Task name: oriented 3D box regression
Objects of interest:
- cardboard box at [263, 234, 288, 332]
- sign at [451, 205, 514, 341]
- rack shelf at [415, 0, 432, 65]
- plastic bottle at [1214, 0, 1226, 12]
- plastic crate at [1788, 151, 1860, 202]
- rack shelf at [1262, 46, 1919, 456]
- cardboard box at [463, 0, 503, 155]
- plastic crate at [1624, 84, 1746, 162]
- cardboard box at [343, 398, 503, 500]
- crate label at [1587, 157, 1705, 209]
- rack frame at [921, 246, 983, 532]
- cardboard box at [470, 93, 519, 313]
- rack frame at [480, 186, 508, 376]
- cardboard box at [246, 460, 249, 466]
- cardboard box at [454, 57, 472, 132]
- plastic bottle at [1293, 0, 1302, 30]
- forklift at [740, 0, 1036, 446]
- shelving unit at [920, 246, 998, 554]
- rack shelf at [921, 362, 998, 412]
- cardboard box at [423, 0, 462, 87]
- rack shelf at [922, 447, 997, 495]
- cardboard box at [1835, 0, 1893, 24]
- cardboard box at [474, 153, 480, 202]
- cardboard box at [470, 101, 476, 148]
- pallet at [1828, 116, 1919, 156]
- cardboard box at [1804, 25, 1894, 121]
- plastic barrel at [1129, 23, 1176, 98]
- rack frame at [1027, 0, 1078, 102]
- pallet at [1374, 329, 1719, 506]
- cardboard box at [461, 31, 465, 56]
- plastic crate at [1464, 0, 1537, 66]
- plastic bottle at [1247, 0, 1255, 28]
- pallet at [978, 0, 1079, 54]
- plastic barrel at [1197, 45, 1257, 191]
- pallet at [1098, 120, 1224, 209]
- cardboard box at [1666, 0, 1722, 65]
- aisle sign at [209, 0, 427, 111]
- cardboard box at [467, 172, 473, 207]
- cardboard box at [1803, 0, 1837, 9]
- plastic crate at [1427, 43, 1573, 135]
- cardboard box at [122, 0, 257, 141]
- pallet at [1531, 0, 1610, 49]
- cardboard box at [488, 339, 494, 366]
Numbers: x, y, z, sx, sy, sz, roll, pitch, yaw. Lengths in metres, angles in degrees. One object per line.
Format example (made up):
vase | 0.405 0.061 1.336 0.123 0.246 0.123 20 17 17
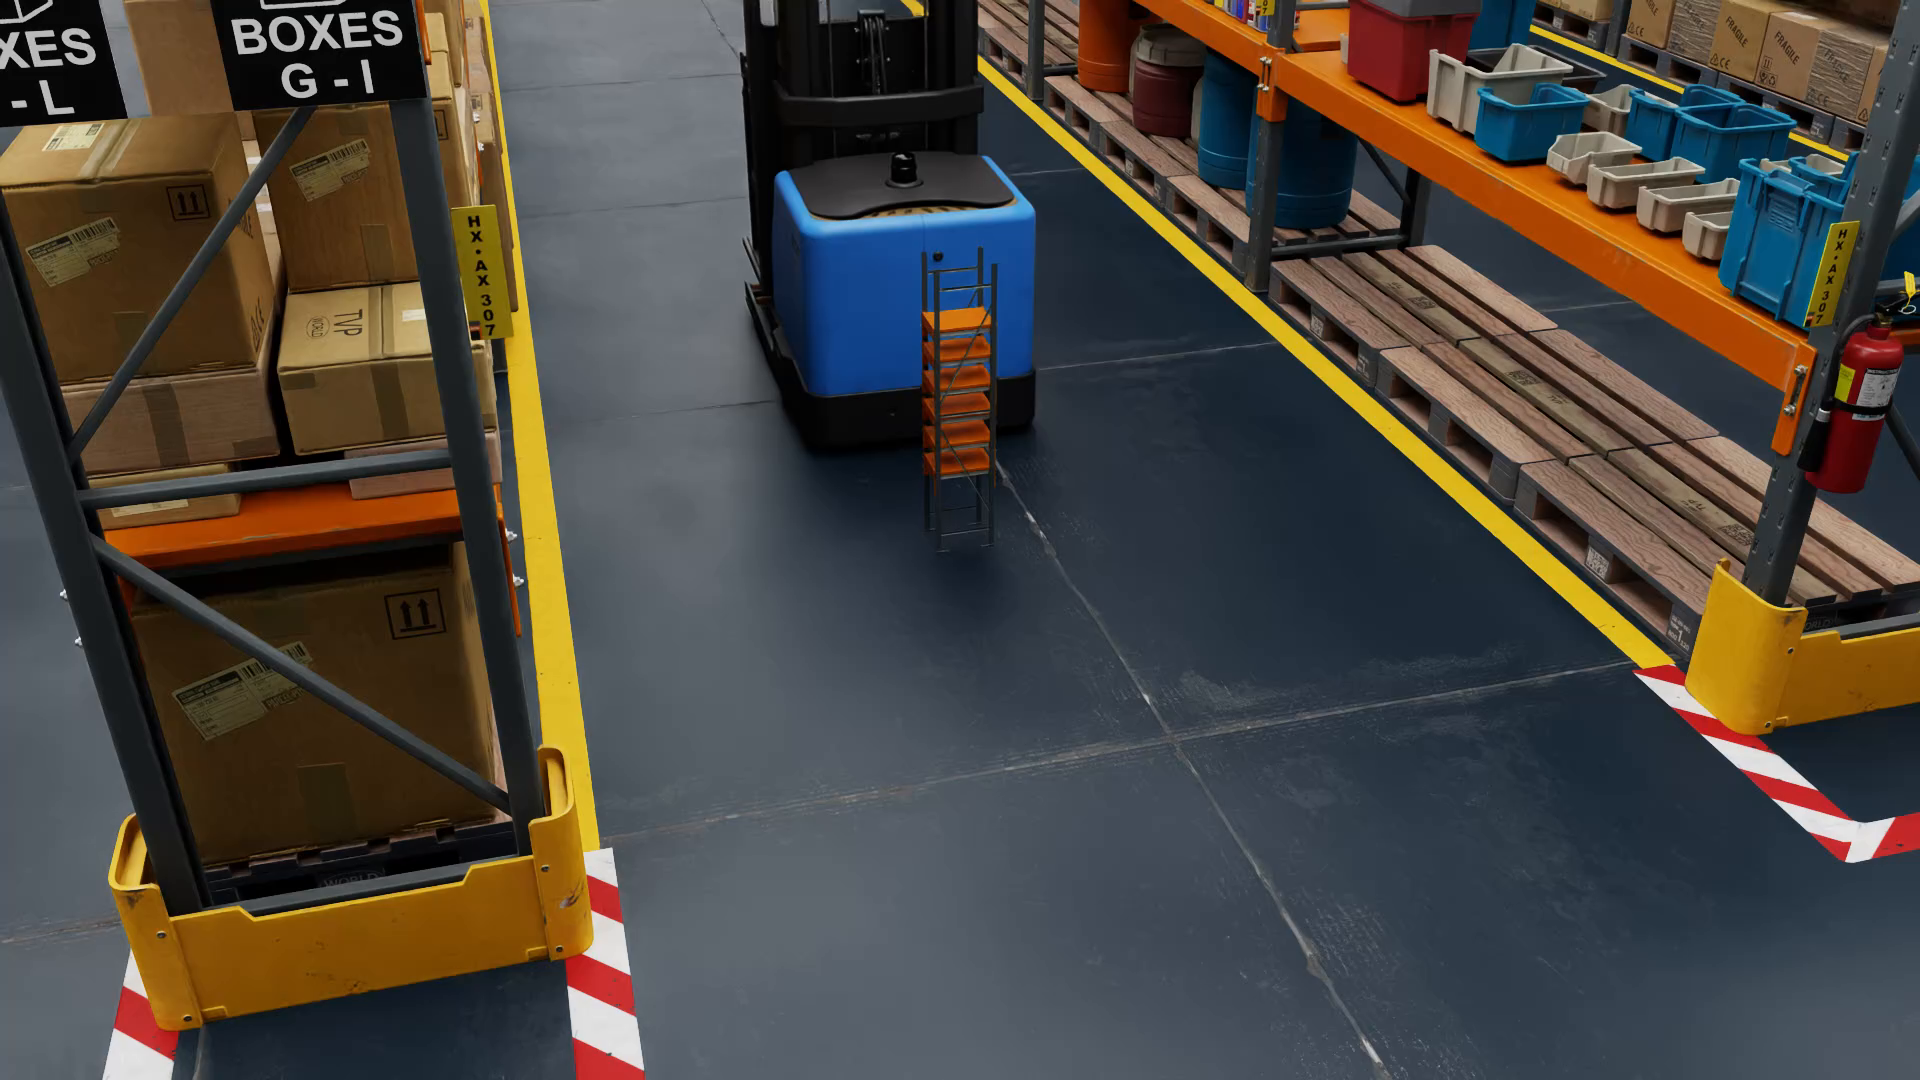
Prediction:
cardboard box | -2.170 -0.649 4.731 0.500 0.250 0.500 -8 31 -14
sign | -1.115 -0.622 3.886 0.100 0.325 0.005 -8 31 -13
rack shelf | -2.182 -2.095 5.098 1.077 0.370 4.000 -8 31 -13
plastic bottle | 1.503 -3.111 9.180 0.144 0.351 0.185 -8 31 -13
plastic crate | 3.201 -1.235 5.996 0.416 0.233 0.300 -8 31 -13
rack shelf | 2.593 -1.455 6.988 1.077 0.370 4.000 -8 31 -13
cardboard box | -3.612 -2.932 10.523 1.225 0.875 0.875 -9 31 -16
plastic crate | 2.947 -1.698 6.796 0.416 0.233 0.300 -8 31 -13
cardboard box | -1.427 -0.248 4.436 0.380 0.149 0.250 -8 31 -13
crate label | 2.573 -1.355 6.300 0.396 0.136 0.243 -8 31 -13
rack frame | -0.028 -0.570 6.538 0.240 1.200 0.006 -8 31 -13
cardboard box | -2.902 -1.642 8.295 1.225 0.875 0.875 -8 31 -13
rack frame | -2.713 -2.074 7.338 1.000 3.000 0.127 -8 31 -13
cardboard box | -2.134 -0.287 4.502 0.380 0.149 0.250 -8 31 -13
cardboard box | -2.203 -1.710 6.562 0.500 0.250 0.500 -7 31 -12
plastic bottle | 1.761 -2.819 8.825 0.097 0.201 0.097 0 30 0
forklift | -0.513 -2.407 7.983 1.130 2.935 3.031 -7 31 -12
shelving unit | -0.004 -0.526 6.462 0.258 1.200 0.189 -8 31 -13
rack shelf | -0.004 -0.592 6.424 0.258 0.103 0.180 -8 31 -13
cardboard box | -2.204 -2.033 6.372 0.500 0.500 0.500 -8 31 -13
rack shelf | -0.004 -0.280 6.604 0.258 0.103 0.180 -8 31 -13
cardboard box | 6.546 -3.813 11.652 0.500 0.250 0.500 -8 31 -14
cardboard box | -2.043 -1.364 6.364 0.380 0.149 0.250 -7 31 -12
cardboard box | -2.247 -1.737 7.007 0.380 0.149 0.250 -7 31 -12
pallet | 6.587 -2.570 10.980 1.003 0.211 1.213 -8 31 -13
cardboard box | 6.176 -3.180 11.306 0.500 0.500 0.500 -7 31 -13
plastic barrel | 1.383 -3.274 11.477 0.421 0.512 0.421 0 30 0
rack frame | 1.001 -4.664 11.814 1.000 3.000 0.127 -8 31 -13
pallet | 2.622 -0.585 7.550 1.003 0.211 1.213 -8 31 -13
cardboard box | -2.728 -2.615 8.174 0.500 0.500 0.500 -8 31 -13
plastic crate | 2.515 -2.571 8.154 0.392 0.384 0.575 -8 31 -13
plastic bottle | 1.589 -2.846 8.871 0.097 0.201 0.097 0 30 0
pallet | 0.512 -4.425 14.184 1.003 0.211 1.213 -8 31 -13
plastic barrel | 1.746 -2.613 9.945 0.600 0.901 0.708 -8 31 -13
pallet | 1.570 -2.494 10.848 1.003 0.211 1.213 -8 31 -13
cardboard box | 5.767 -3.920 12.584 0.500 0.500 0.500 -9 31 -15
aisle sign | -1.343 -1.272 3.358 0.394 0.787 0.004 -8 31 -13
cardboard box | -1.793 -0.967 5.279 0.500 0.250 0.500 -9 31 -15
cardboard box | 6.389 -3.759 12.306 0.500 0.500 0.500 -9 31 -15
plastic crate | 2.290 -1.945 7.174 0.437 0.282 0.530 -8 31 -13
cardboard box | -2.567 -1.707 5.809 0.500 0.500 0.500 -9 31 -15
pallet | 5.596 -4.517 14.343 1.003 0.211 1.213 -8 31 -13
cardboard box | -1.635 -0.622 5.080 0.380 0.149 0.250 -8 31 -14
